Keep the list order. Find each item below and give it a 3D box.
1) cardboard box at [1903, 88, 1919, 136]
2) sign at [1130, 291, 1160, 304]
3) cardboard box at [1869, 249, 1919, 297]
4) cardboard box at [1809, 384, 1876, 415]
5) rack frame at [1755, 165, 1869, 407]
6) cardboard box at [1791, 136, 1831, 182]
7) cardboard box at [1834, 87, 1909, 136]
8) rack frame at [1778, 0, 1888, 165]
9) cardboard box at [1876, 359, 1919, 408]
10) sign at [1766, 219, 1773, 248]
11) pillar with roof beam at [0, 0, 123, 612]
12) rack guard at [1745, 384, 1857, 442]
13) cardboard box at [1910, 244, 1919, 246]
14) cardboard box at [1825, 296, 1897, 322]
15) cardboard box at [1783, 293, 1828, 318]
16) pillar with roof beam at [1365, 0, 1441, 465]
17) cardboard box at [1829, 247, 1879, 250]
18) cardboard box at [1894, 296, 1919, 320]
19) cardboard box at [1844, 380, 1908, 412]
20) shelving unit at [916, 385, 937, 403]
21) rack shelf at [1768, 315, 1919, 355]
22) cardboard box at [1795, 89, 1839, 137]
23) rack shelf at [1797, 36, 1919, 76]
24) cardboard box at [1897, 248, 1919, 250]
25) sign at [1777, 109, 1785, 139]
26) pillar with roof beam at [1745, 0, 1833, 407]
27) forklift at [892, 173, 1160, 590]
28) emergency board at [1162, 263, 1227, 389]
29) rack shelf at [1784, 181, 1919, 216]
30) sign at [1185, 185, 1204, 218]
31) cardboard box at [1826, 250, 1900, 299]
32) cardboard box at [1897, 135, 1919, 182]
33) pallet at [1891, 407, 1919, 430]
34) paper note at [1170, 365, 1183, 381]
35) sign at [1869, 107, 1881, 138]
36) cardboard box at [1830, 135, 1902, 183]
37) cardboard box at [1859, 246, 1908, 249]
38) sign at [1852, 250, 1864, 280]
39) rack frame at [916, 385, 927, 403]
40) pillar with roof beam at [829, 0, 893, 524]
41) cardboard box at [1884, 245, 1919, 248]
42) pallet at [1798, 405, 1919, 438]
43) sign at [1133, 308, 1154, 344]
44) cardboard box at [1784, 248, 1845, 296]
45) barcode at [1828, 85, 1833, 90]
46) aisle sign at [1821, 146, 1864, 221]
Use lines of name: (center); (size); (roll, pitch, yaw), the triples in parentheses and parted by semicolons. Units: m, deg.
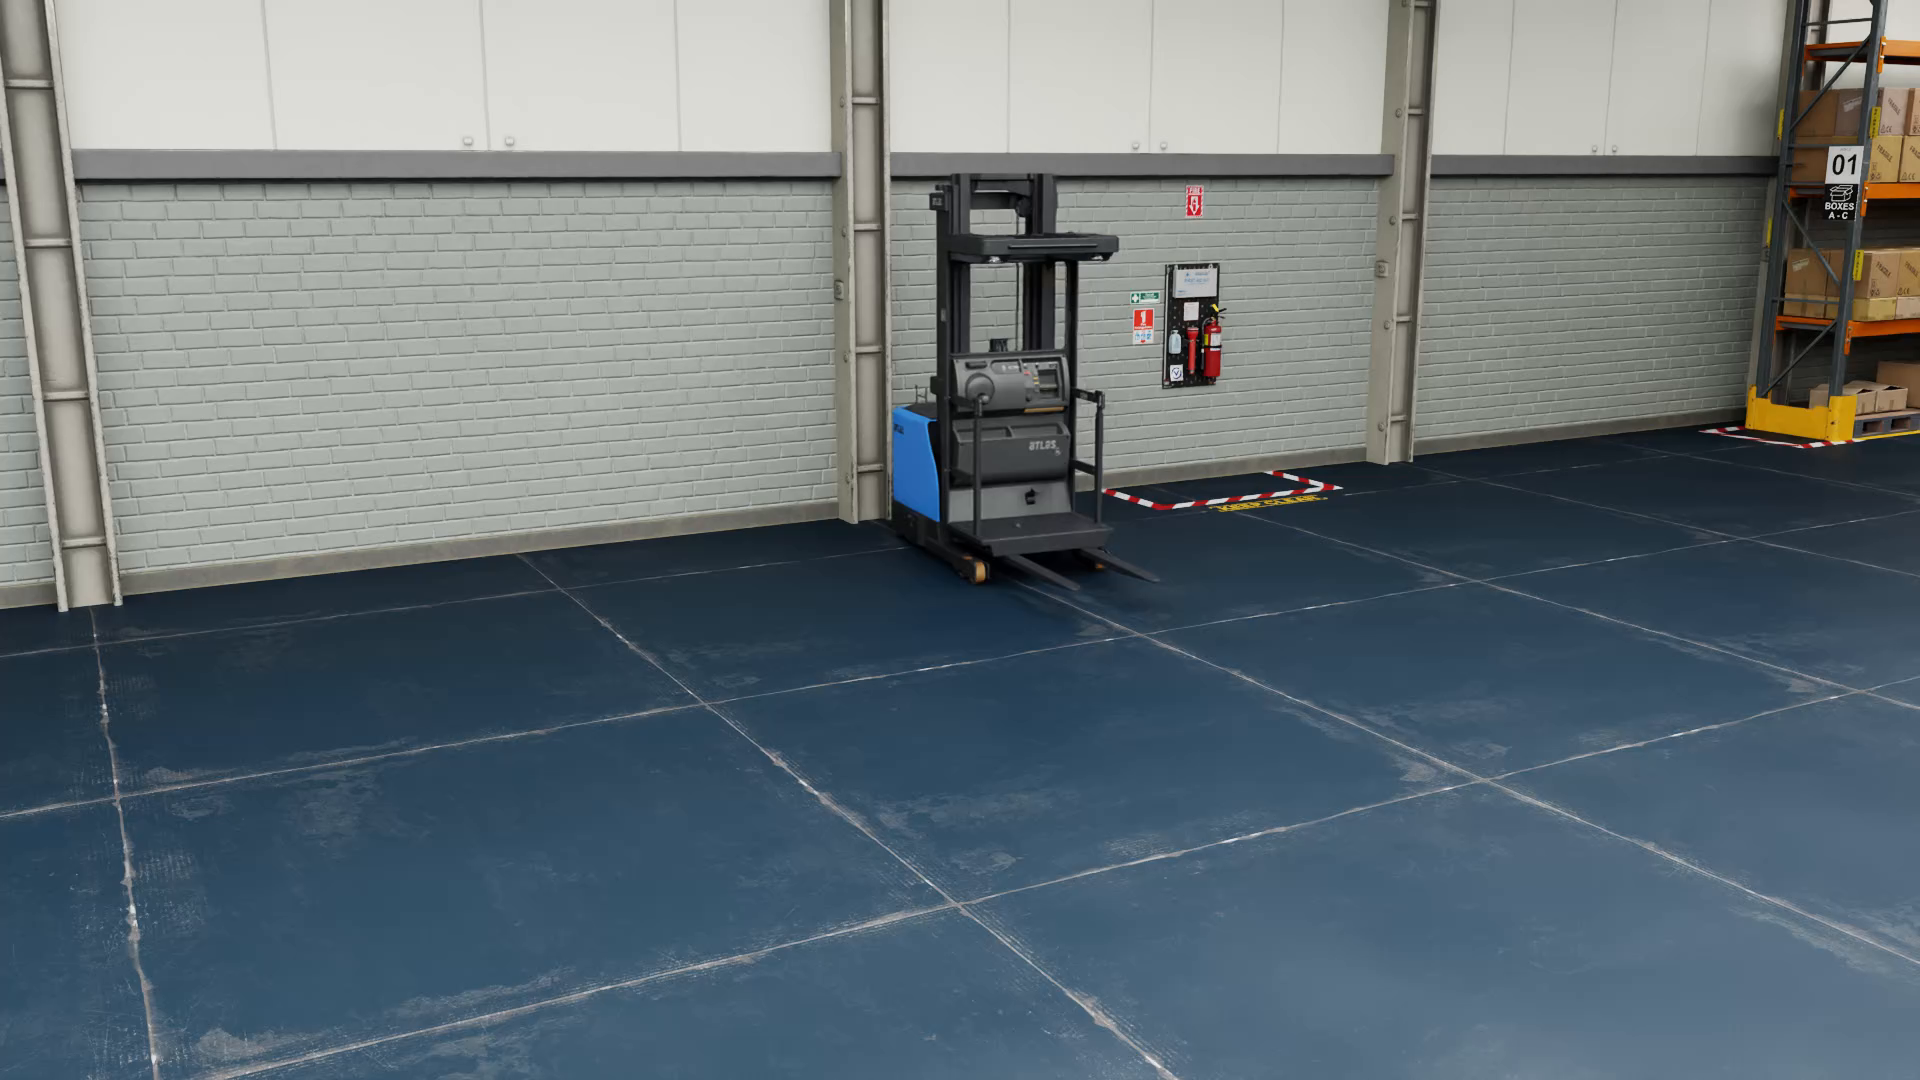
cardboard box: (10.431, -4.720, 18.369); (0.500, 0.500, 0.500); (-7, 14, -29)
sign: (1.732, -2.267, 15.561); (0.331, 0.109, 0.001); (-7, 14, -28)
cardboard box: (10.514, -3.019, 18.778); (0.500, 0.500, 0.500); (-7, 14, -28)
cardboard box: (10.163, -1.632, 19.151); (0.500, 0.311, 0.500); (-9, 15, -34)
rack frame: (9.512, -2.674, 18.658); (0.127, 3.000, 1.000); (-7, 14, -28)
cardboard box: (9.757, -4.288, 18.727); (0.500, 0.500, 0.500); (-6, 14, -24)
cardboard box: (9.967, -4.677, 18.178); (0.500, 0.500, 0.500); (-8, 15, -32)
rack frame: (9.512, -5.601, 17.999); (0.127, 3.000, 1.000); (-7, 14, -28)
cardboard box: (11.331, -1.852, 19.697); (0.500, 0.500, 0.700); (-8, 15, -31)
sign: (9.264, -3.502, 18.981); (0.005, 0.325, 0.100); (-7, 14, -28)
pillar with roof beam: (-4.024, -3.118, 6.967); (0.400, 9.000, 9.100); (-7, 14, -28)
rack guard: (9.579, -1.462, 18.968); (0.348, 0.500, 1.175); (-7, 14, -28)
cardboard box: (11.615, -3.283, 19.952); (0.500, 0.500, 0.500); (-6, 14, -26)
cardboard box: (10.093, -2.600, 18.628); (0.500, 0.250, 0.500); (-7, 15, -29)
cardboard box: (9.830, -2.697, 19.057); (0.500, 0.250, 0.500); (-7, 14, -27)
pillar with roof beam: (6.508, -4.380, 12.576); (0.400, 9.000, 9.100); (-7, 14, -28)
cardboard box: (10.271, -3.118, 19.219); (0.500, 0.500, 0.500); (-7, 14, -27)
cardboard box: (10.542, -2.658, 18.883); (0.500, 0.250, 0.500); (-7, 15, -30)
cardboard box: (10.663, -1.692, 19.418); (0.500, 0.311, 0.500); (-6, 14, -23)
shelving unit: (-0.238, -0.701, 13.990); (0.189, 1.200, 0.258); (-5, 14, -22)
rack shelf: (11.268, -2.533, 19.672); (4.000, 0.370, 1.077); (-7, 14, -28)
cardboard box: (9.765, -4.779, 18.631); (0.500, 0.500, 0.500); (-6, 14, -25)
rack shelf: (11.268, -5.458, 19.013); (4.000, 0.370, 1.077); (-7, 14, -28)
cardboard box: (10.970, -3.072, 19.014); (0.500, 0.500, 0.500); (-7, 15, -30)
sign: (9.264, -4.678, 18.716); (0.005, 0.325, 0.100); (-7, 14, -28)
pillar with roof beam: (11.775, -5.011, 15.381); (0.400, 9.000, 9.100); (-7, 14, -28)
forklift: (0.476, -1.215, 12.333); (1.130, 2.935, 3.031); (-5, 14, -22)
emergency board: (2.258, -2.030, 15.799); (0.643, 1.169, 0.194); (-7, 14, -28)
rack shelf: (11.268, -3.997, 19.342); (4.000, 0.370, 1.077); (-7, 14, -28)
sign: (2.204, -3.180, 15.626); (0.199, 0.298, 0.001); (-7, 14, -28)
cardboard box: (10.075, -2.968, 18.556); (0.500, 0.500, 0.500); (-7, 14, -28)
cardboard box: (10.414, -4.232, 18.478); (0.500, 0.500, 0.500); (-6, 14, -24)
pallet: (11.378, -1.527, 19.915); (1.213, 0.211, 1.003); (-7, 14, -28)
paper note: (2.070, -1.595, 15.872); (0.142, 0.148, 0.016); (-7, 14, -28)
sign: (9.772, -4.459, 17.768); (0.005, 0.325, 0.100); (-7, 14, -28)
cardboard box: (9.925, -4.183, 18.258); (0.500, 0.500, 0.500); (-6, 14, -26)
cardboard box: (10.722, -3.173, 19.464); (0.500, 0.500, 0.500); (-7, 15, -29)
sign: (9.772, -2.992, 18.098); (0.005, 0.325, 0.100); (-7, 14, -28)
rack frame: (-0.323, -0.693, 13.956); (0.006, 1.200, 0.240); (-5, 14, -22)
pillar with roof beam: (1.242, -3.749, 9.771); (0.400, 9.000, 9.100); (-7, 14, -28)
cardboard box: (11.164, -3.226, 19.700); (0.500, 0.500, 0.500); (-7, 14, -27)
pallet: (10.309, -1.400, 19.349); (1.213, 0.211, 1.003); (-7, 14, -28)
sign: (1.724, -2.009, 15.624); (0.234, 0.329, 0.001); (-7, 14, -28)
cardboard box: (9.824, -3.067, 18.992); (0.500, 0.500, 0.500); (-7, 14, -28)
barcode: (9.896, -5.137, 18.902); (0.075, 0.075, 0.001); (-7, 14, -28)
aisle sign: (9.593, -3.877, 18.082); (0.004, 0.787, 0.394); (-7, 14, -28)
